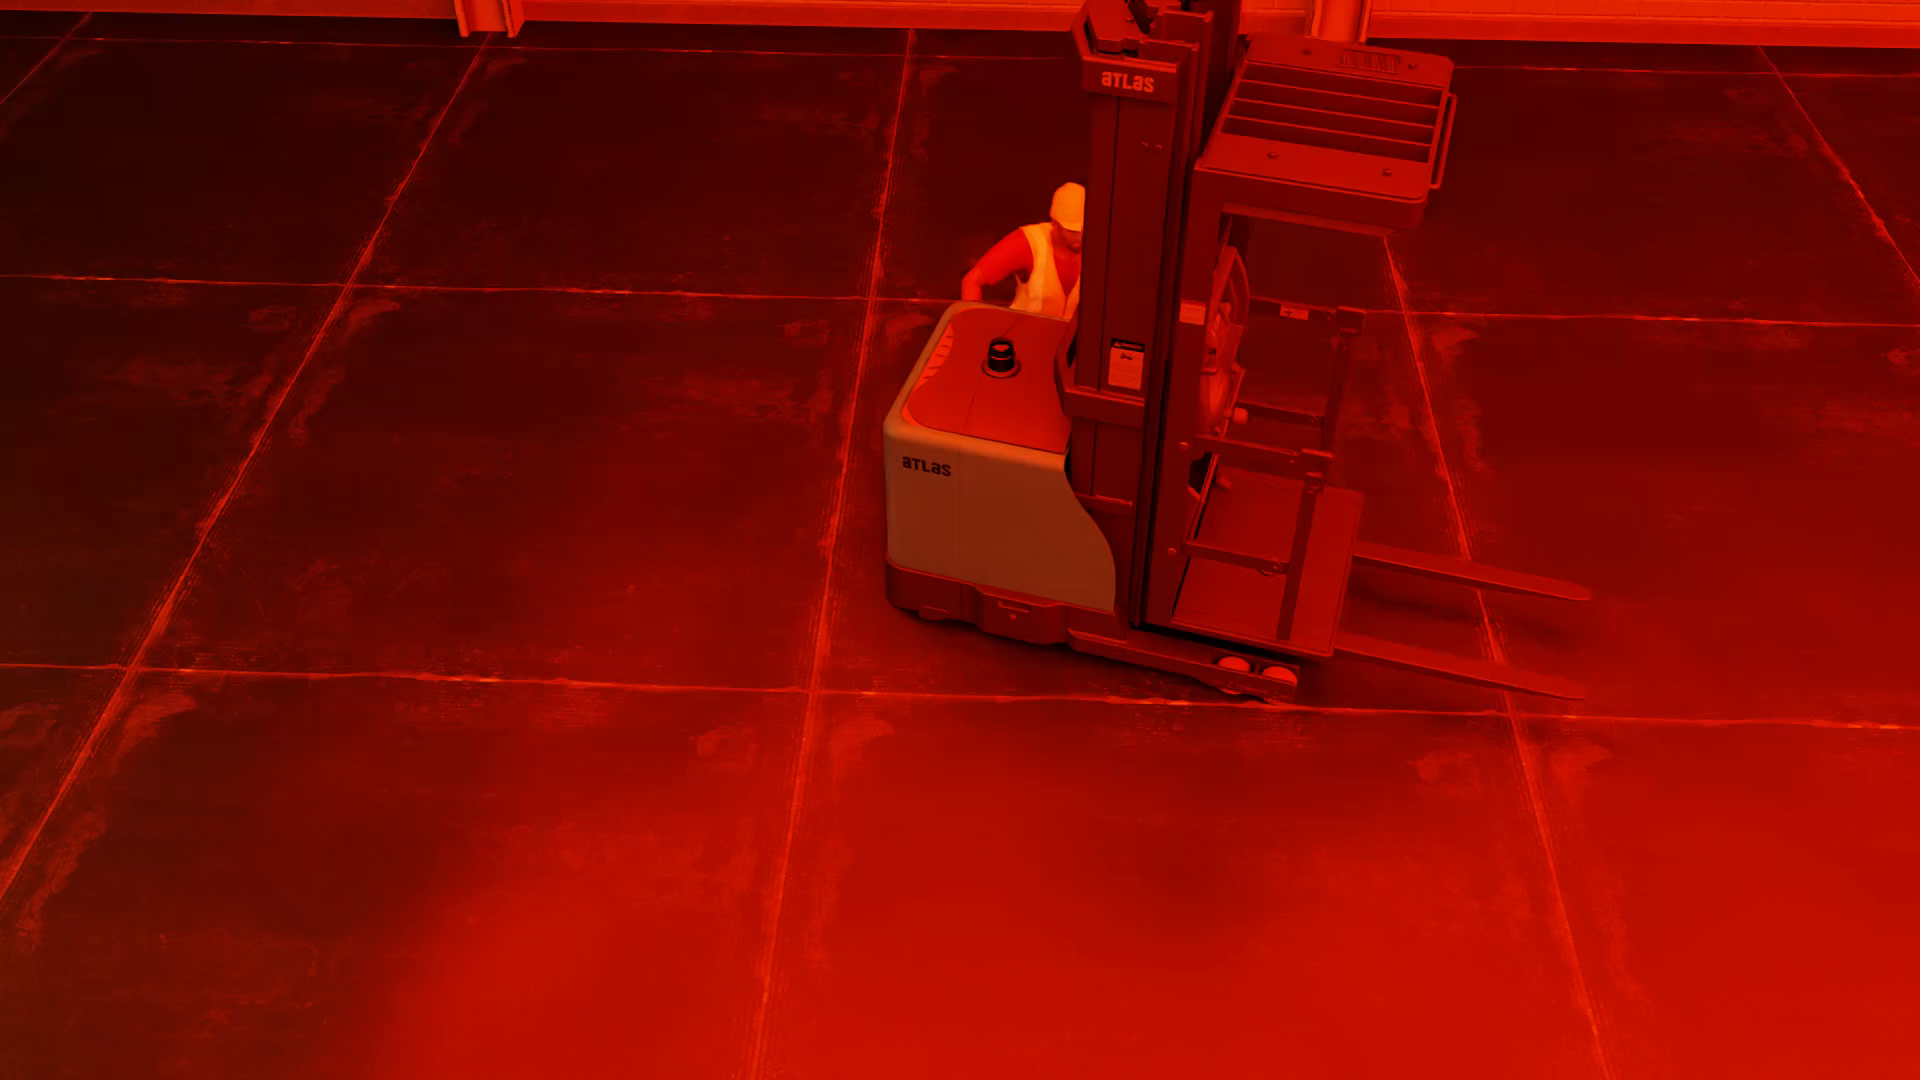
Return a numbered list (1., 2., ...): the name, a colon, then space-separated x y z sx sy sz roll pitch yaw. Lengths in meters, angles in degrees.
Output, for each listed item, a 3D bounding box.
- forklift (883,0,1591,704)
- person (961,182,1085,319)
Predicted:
1. forklift: 1.240 -0.781 6.597 3.031 2.935 1.130 12 44 13
2. person: 0.508 -0.869 7.745 0.939 1.521 0.863 -12 44 -13
